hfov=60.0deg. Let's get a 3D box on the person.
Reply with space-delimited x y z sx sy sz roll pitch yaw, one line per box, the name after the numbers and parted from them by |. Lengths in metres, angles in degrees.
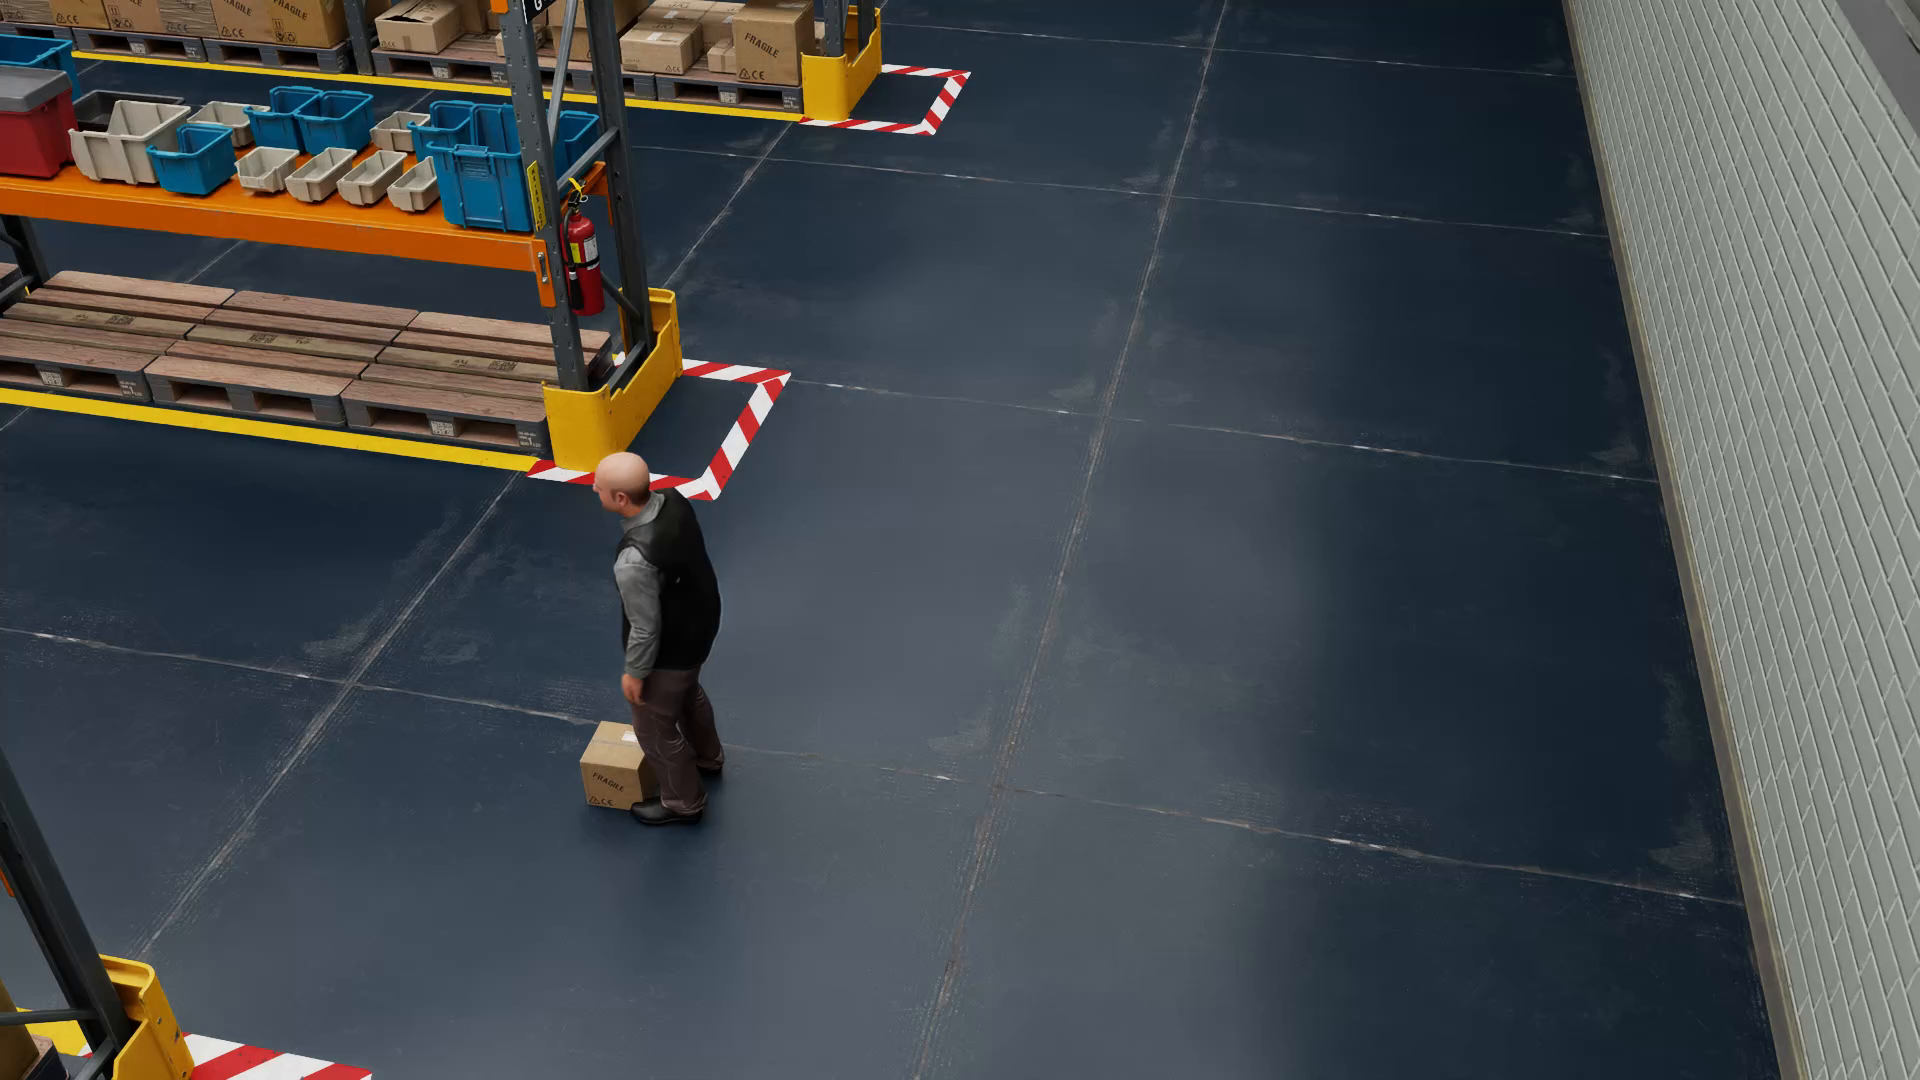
-1.136 0.388 6.458 0.416 1.722 0.592 6 37 8 | person
